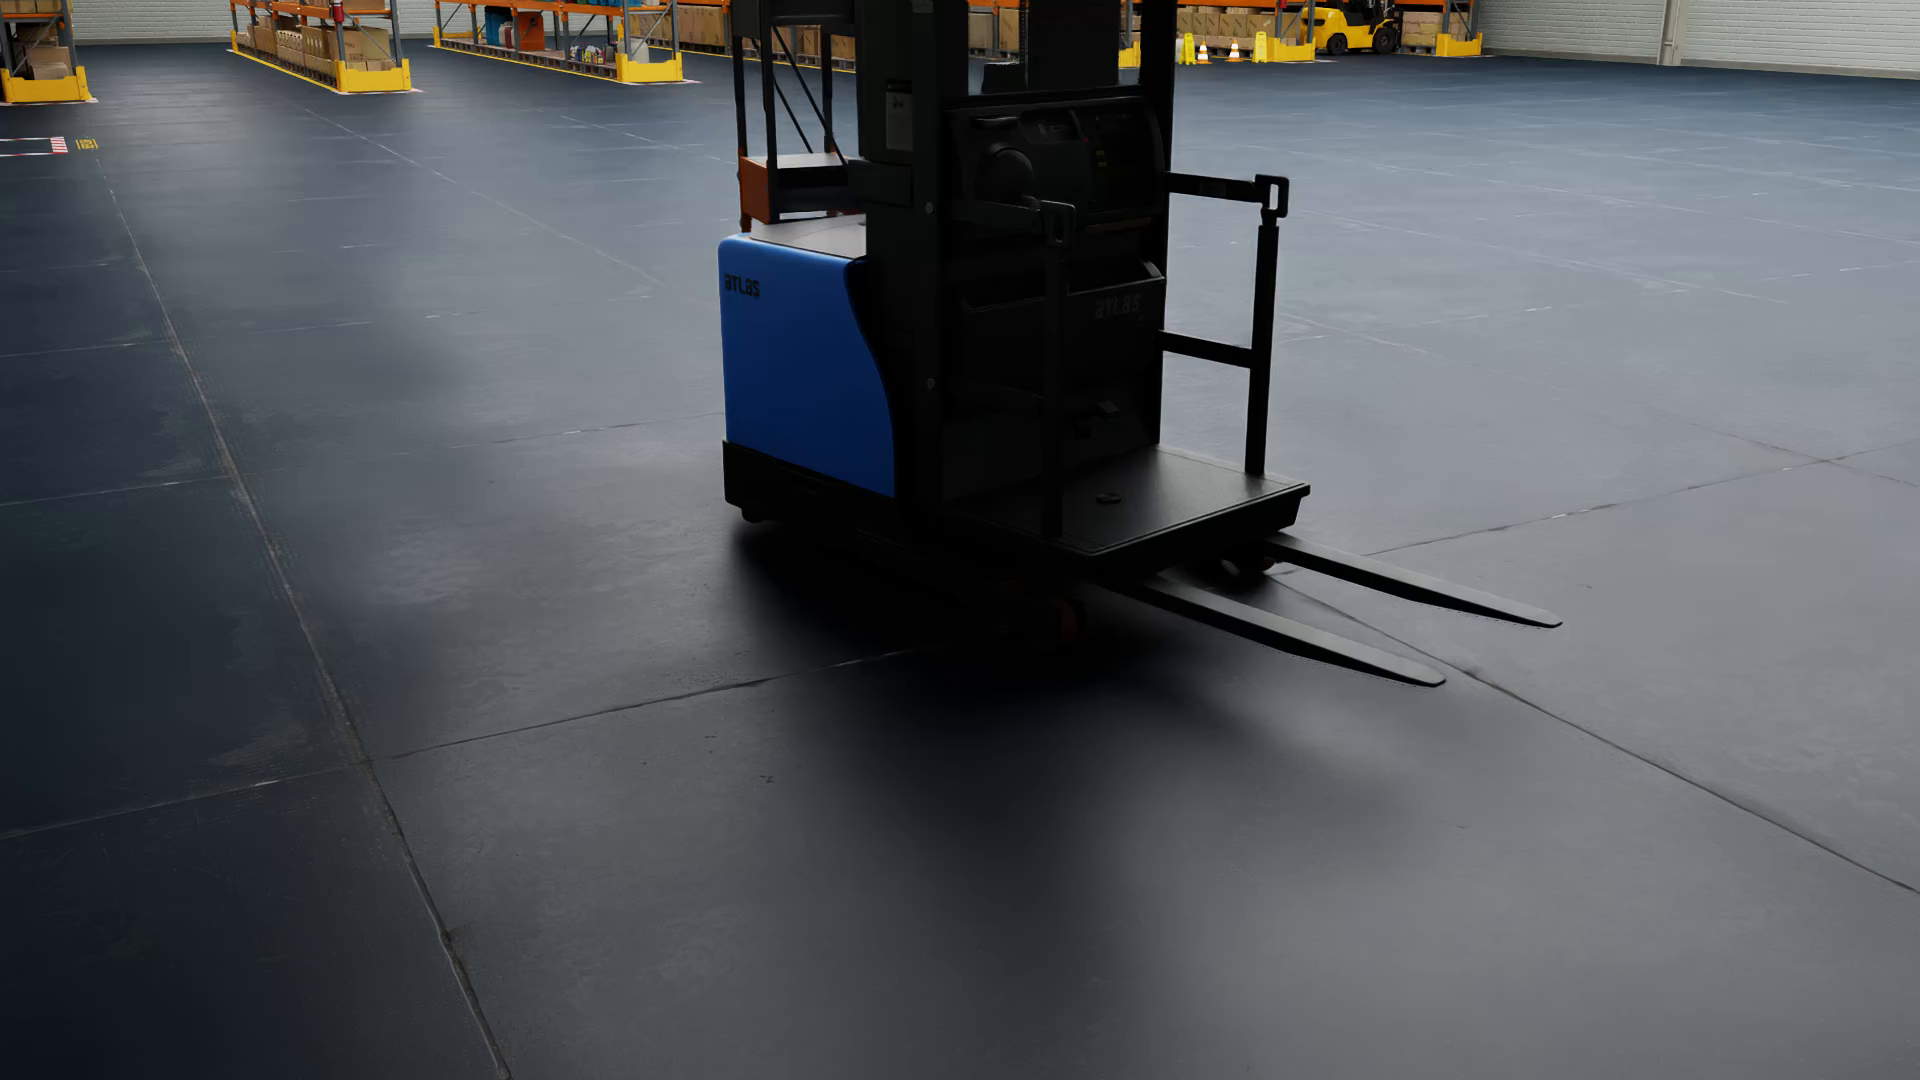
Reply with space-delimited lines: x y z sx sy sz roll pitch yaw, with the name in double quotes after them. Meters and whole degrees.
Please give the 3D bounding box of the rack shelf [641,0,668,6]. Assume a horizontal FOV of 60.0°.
-7.920 -14.308 44.101 1.077 0.370 4.000 -10 21 -27 "rack shelf"

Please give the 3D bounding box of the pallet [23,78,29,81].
-15.315 -7.620 27.890 1.003 0.211 1.213 -10 21 -27 "pallet"

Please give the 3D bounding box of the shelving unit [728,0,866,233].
-0.634 -1.328 6.753 0.431 2.100 0.503 -8 20 -19 "shelving unit"

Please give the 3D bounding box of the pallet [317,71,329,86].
-10.967 -8.341 29.979 1.003 0.211 1.213 -10 21 -27 "pallet"

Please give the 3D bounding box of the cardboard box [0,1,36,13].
-14.742 -8.370 25.989 0.500 0.250 0.500 -10 21 -26 "cardboard box"

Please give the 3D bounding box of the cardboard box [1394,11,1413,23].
10.827 -12.678 40.314 0.500 0.250 0.500 -10 21 -26 "cardboard box"

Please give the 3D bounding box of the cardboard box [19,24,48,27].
-17.296 -9.486 31.032 0.500 0.250 0.500 -10 21 -27 "cardboard box"

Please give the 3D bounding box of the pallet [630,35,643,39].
-8.421 -13.687 45.472 1.003 0.211 1.213 -10 21 -27 "pallet"

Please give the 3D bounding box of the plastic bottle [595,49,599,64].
-6.960 -9.276 31.905 0.061 0.283 0.133 -9 21 -25 "plastic bottle"

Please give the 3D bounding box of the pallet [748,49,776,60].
-4.125 -11.033 37.783 1.003 0.211 1.213 -10 21 -27 "pallet"

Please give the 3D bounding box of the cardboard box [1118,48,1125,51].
3.679 -11.016 37.650 0.396 0.266 0.258 -6 20 -17 "cardboard box"

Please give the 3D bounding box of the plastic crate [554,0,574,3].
-8.029 -11.132 33.696 0.402 0.464 0.583 -10 21 -27 "plastic crate"

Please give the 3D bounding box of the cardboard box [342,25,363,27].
-11.251 -9.253 30.770 0.500 0.500 0.500 -10 21 -27 "cardboard box"

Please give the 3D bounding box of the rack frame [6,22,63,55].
-18.148 -10.624 32.322 1.000 3.000 0.127 -10 21 -27 "rack frame"

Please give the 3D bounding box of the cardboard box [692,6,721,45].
-5.796 -12.578 40.599 1.225 0.875 0.875 -10 21 -26 "cardboard box"

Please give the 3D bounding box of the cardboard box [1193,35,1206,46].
5.856 -11.849 39.442 0.500 0.250 0.500 -9 21 -24 "cardboard box"

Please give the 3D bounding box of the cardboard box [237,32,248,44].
-17.343 -12.254 40.585 0.500 0.250 0.500 -10 21 -27 "cardboard box"

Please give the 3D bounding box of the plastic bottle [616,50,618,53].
-6.746 -9.582 32.793 0.061 0.283 0.133 -10 21 -27 "plastic bottle"

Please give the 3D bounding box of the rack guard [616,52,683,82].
-5.708 -8.695 30.563 1.175 0.500 0.348 -10 21 -27 "rack guard"

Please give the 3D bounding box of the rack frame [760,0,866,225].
-0.548 -1.254 6.538 0.400 2.100 0.015 -8 20 -19 "rack frame"

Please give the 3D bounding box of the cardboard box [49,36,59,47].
-17.760 -9.452 32.082 0.700 0.500 0.500 -10 21 -26 "cardboard box"

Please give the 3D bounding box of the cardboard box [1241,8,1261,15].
6.607 -12.009 37.762 0.380 0.149 0.250 -9 21 -25 "cardboard box"

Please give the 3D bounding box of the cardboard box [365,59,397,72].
-10.050 -8.183 28.819 0.500 0.250 0.500 -10 21 -27 "cardboard box"

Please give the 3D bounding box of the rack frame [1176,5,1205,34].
5.550 -13.313 40.113 1.000 3.000 0.127 -10 21 -27 "rack frame"

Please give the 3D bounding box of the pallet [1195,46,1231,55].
5.900 -11.807 40.025 1.003 0.211 1.213 -10 21 -27 "pallet"

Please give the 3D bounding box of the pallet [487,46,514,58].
-10.416 -11.410 38.875 1.003 0.211 1.213 -10 21 -27 "pallet"

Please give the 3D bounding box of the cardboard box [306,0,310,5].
-12.163 -10.308 31.635 0.500 0.250 0.500 -9 21 -23 "cardboard box"

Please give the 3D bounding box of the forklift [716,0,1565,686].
0.468 -1.233 5.211 1.130 2.935 3.031 -17 25 -40 "forklift"

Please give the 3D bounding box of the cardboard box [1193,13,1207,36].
5.858 -12.203 39.319 0.500 0.500 0.500 -9 21 -24 "cardboard box"

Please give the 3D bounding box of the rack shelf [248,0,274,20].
-14.740 -11.627 36.330 1.077 0.370 4.000 -10 21 -27 "rack shelf"

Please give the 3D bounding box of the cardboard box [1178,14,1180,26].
6.644 -14.927 47.980 0.500 0.500 0.500 -11 22 -28 "cardboard box"

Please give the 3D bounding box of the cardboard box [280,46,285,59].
-13.561 -9.951 33.943 0.500 0.250 0.500 -11 22 -28 "cardboard box"

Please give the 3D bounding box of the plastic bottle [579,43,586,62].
-7.422 -9.616 32.787 0.144 0.351 0.185 -11 22 -29 "plastic bottle"

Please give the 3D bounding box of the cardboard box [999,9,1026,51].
1.479 -11.520 37.530 0.875 0.875 0.875 -10 21 -26 "cardboard box"

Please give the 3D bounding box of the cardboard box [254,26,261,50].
-15.675 -11.391 37.700 0.500 0.500 0.500 -11 22 -29 "cardboard box"

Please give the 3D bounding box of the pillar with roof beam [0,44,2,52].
-20.202 -17.065 41.789 9.100 9.000 0.400 -10 21 -27 "pillar with roof beam"

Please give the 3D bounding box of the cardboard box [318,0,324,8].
-11.184 -9.870 29.983 0.700 0.500 0.500 -10 21 -26 "cardboard box"

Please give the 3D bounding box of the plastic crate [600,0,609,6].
-6.435 -10.076 30.963 0.499 0.251 0.408 -10 21 -27 "plastic crate"

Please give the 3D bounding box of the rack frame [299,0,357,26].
-11.891 -10.244 31.221 1.000 3.000 0.127 -10 21 -27 "rack frame"

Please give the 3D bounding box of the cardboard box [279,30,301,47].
-13.543 -10.211 33.836 0.500 0.311 0.500 -11 22 -28 "cardboard box"

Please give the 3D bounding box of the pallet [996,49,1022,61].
1.534 -10.968 37.594 1.003 0.211 1.213 -10 21 -27 "pallet"

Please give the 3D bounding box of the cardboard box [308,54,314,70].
-11.705 -8.819 30.661 0.500 0.250 0.500 -10 21 -27 "cardboard box"

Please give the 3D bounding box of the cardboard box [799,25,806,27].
-4.353 -14.676 47.334 0.380 0.149 0.250 -10 21 -27 "cardboard box"

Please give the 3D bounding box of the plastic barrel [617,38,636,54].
-6.248 -9.206 31.381 0.421 0.512 0.421 0 19 0 "plastic barrel"

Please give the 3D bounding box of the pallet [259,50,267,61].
-15.270 -10.995 37.671 1.003 0.211 1.213 -10 21 -27 "pallet"

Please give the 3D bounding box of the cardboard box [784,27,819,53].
-3.444 -10.984 36.521 0.700 0.500 0.500 -12 22 -31 "cardboard box"

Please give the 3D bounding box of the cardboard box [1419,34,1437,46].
11.315 -11.919 39.646 0.500 0.250 0.500 -10 21 -26 "cardboard box"
